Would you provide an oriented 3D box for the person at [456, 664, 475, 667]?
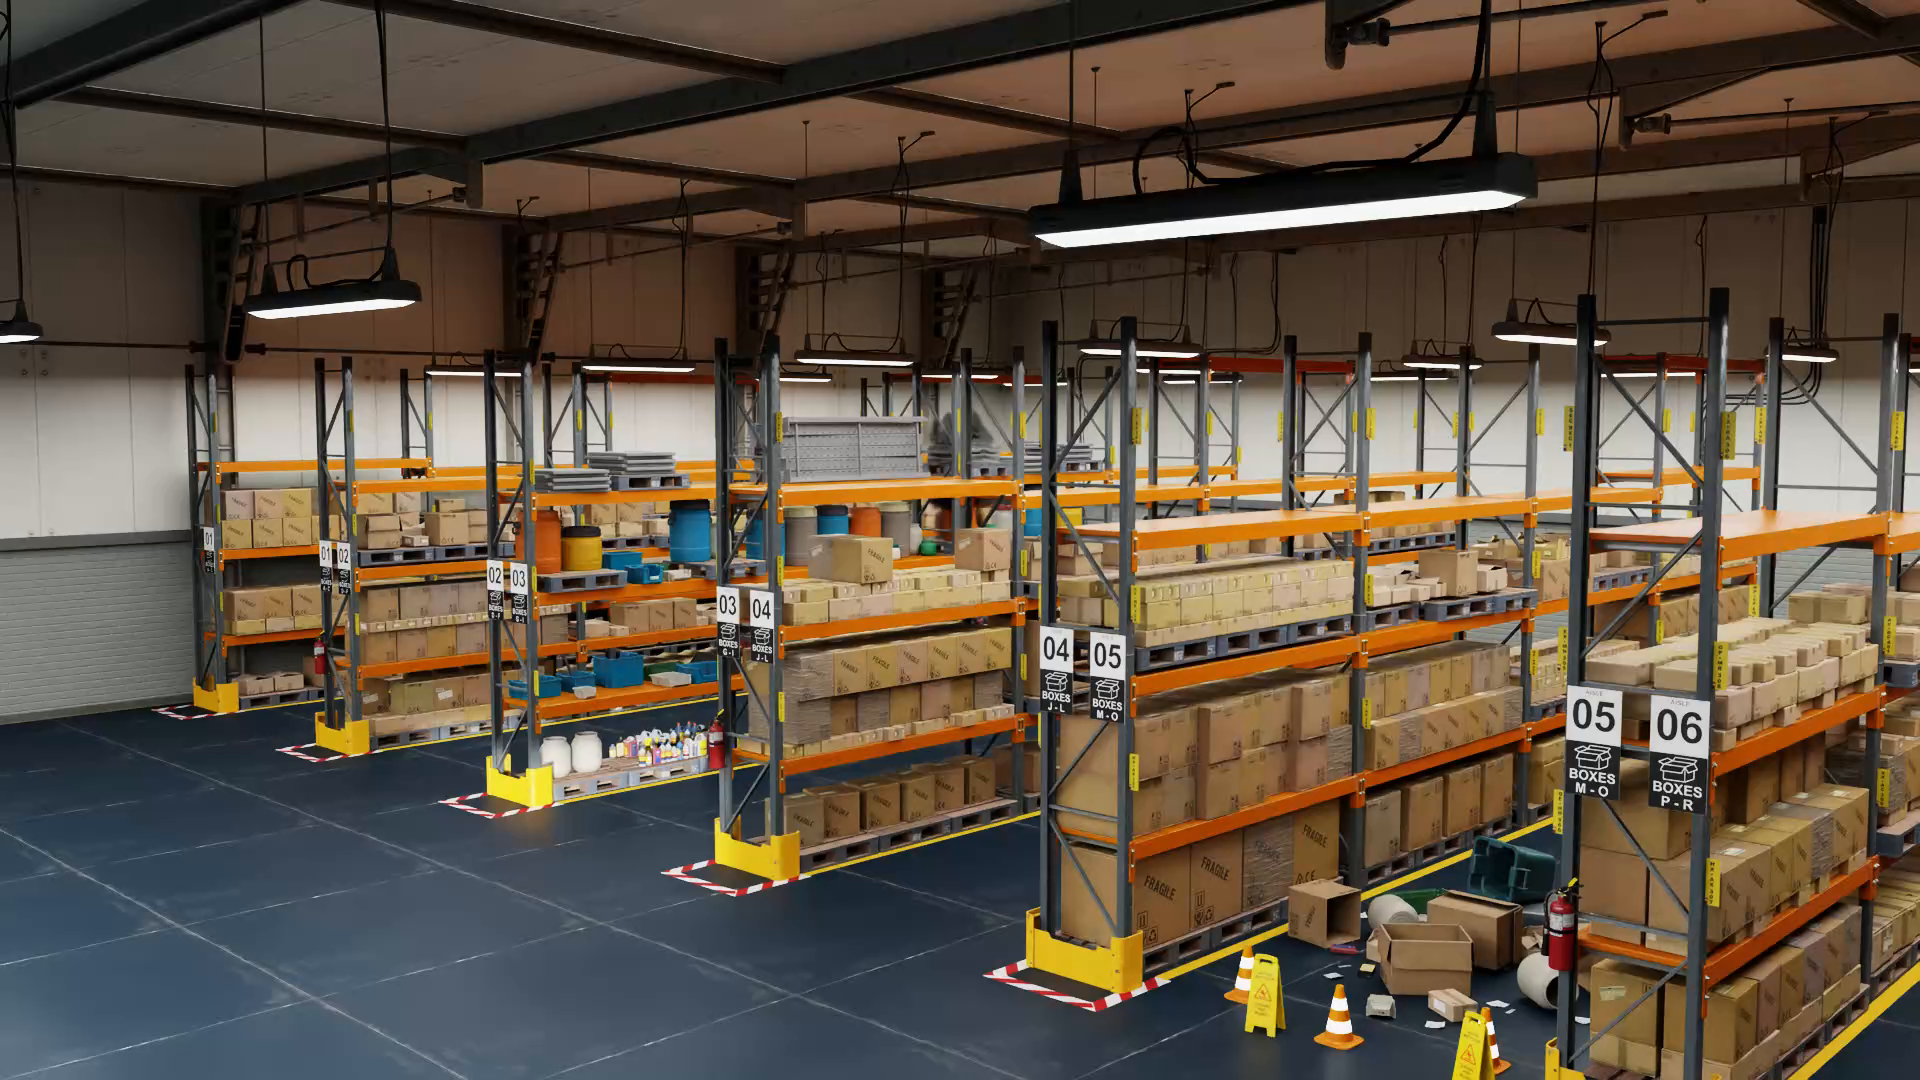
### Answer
[{"bbox_3d":[-8.520,2.137,28.650,0.607,1.723,0.797,2,5,27],"label":"person"}]
